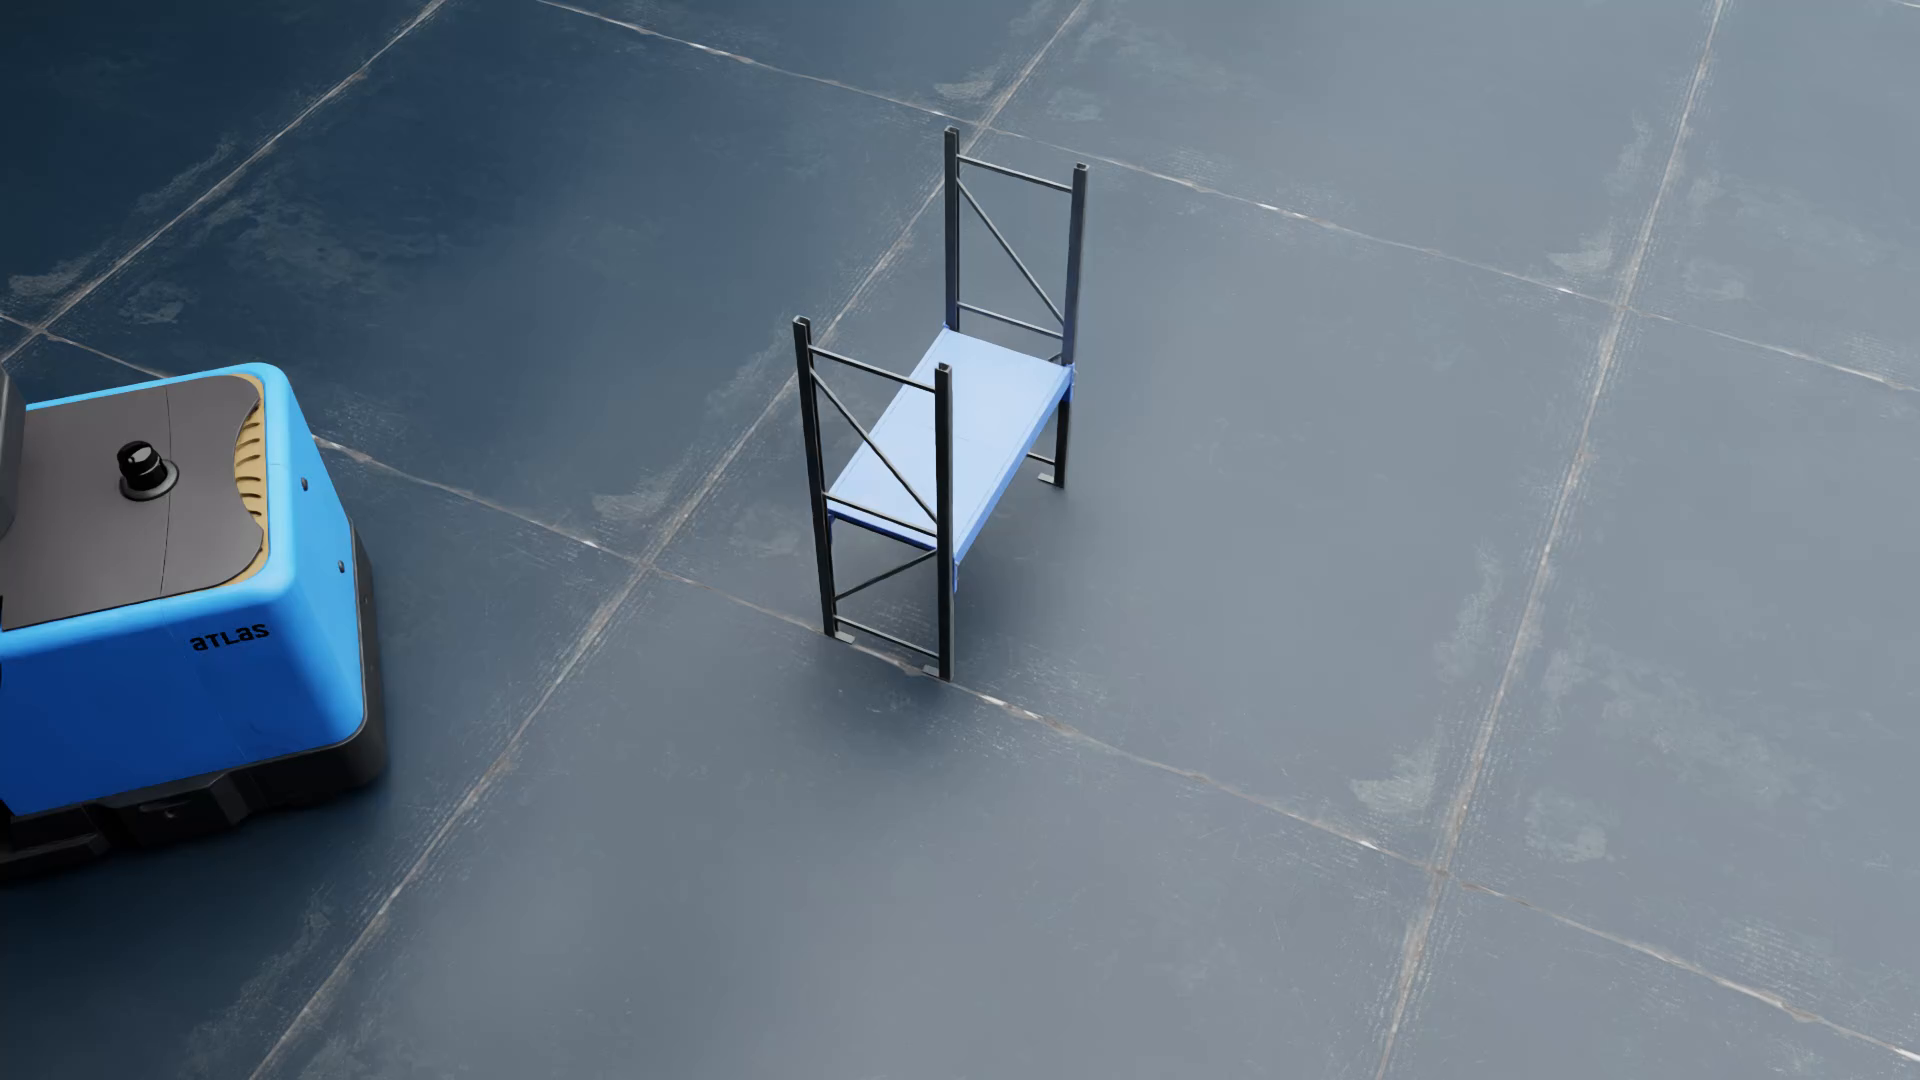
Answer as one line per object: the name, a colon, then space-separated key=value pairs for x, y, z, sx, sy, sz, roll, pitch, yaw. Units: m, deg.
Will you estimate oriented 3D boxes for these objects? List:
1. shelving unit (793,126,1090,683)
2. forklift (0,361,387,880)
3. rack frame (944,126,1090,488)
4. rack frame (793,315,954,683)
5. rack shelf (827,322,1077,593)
shelving unit: x=-0.036 y=-0.427 z=5.629 sx=0.538 sy=1.500 sz=1.048 roll=20 pitch=52 yaw=16
forklift: x=-3.484 y=-0.172 z=4.472 sx=3.031 sy=2.935 sz=1.130 roll=-13 pitch=51 yaw=-11
rack frame: x=0.181 y=-0.777 z=5.927 sx=0.500 sy=1.500 sz=0.032 roll=20 pitch=52 yaw=16
rack frame: x=-0.254 y=-0.077 z=5.331 sx=0.500 sy=1.500 sz=0.032 roll=20 pitch=52 yaw=16
rack shelf: x=-0.036 y=-0.311 z=5.766 sx=0.538 sy=0.185 sz=1.000 roll=20 pitch=52 yaw=16
